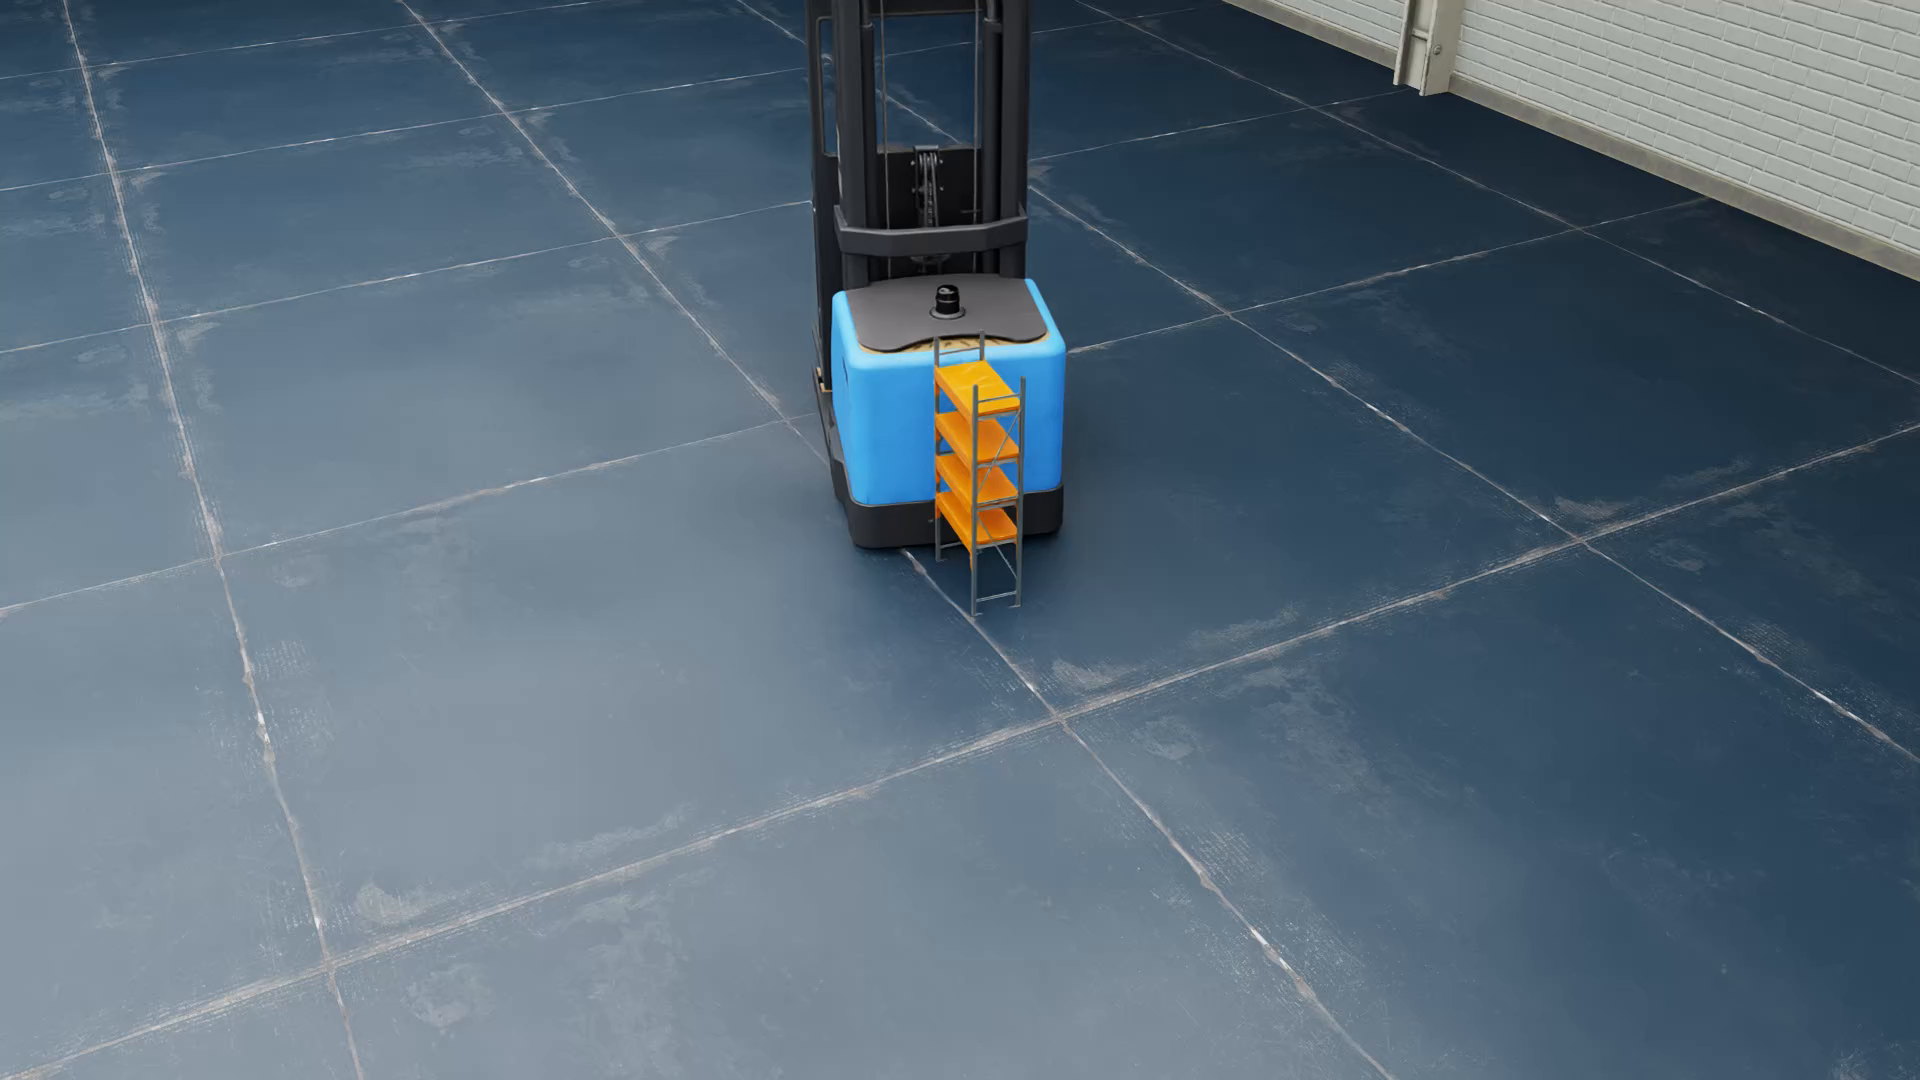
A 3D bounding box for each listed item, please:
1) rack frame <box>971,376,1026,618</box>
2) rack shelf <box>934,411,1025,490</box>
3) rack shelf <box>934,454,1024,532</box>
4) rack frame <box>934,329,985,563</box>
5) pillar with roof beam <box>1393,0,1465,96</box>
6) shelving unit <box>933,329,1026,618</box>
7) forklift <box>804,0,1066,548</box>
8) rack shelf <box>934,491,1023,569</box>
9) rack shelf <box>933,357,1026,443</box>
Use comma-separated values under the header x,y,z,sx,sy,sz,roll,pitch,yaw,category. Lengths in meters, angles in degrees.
x,y,z,sx,sy,sz,roll,pitch,yaw,category
0.167,-0.173,7.408,0.240,1.200,0.015,-11,34,-17,rack frame
0.082,-0.428,7.516,0.258,0.148,0.480,-11,34,-17,rack shelf
0.082,-0.240,7.637,0.258,0.148,0.480,-11,34,-17,rack shelf
-0.002,-0.420,7.793,0.240,1.200,0.015,-11,34,-17,rack frame
0.175,-6.616,10.234,9.100,9.000,0.400,-16,36,-23,pillar with roof beam
0.082,-0.296,7.600,0.258,1.200,0.503,-11,34,-17,shelving unit
-0.241,-1.977,8.618,1.130,2.935,3.031,-5,33,-8,forklift
0.082,-0.073,7.744,0.258,0.148,0.480,-11,34,-17,rack shelf
0.082,-0.627,7.388,0.258,0.148,0.480,-11,34,-17,rack shelf
